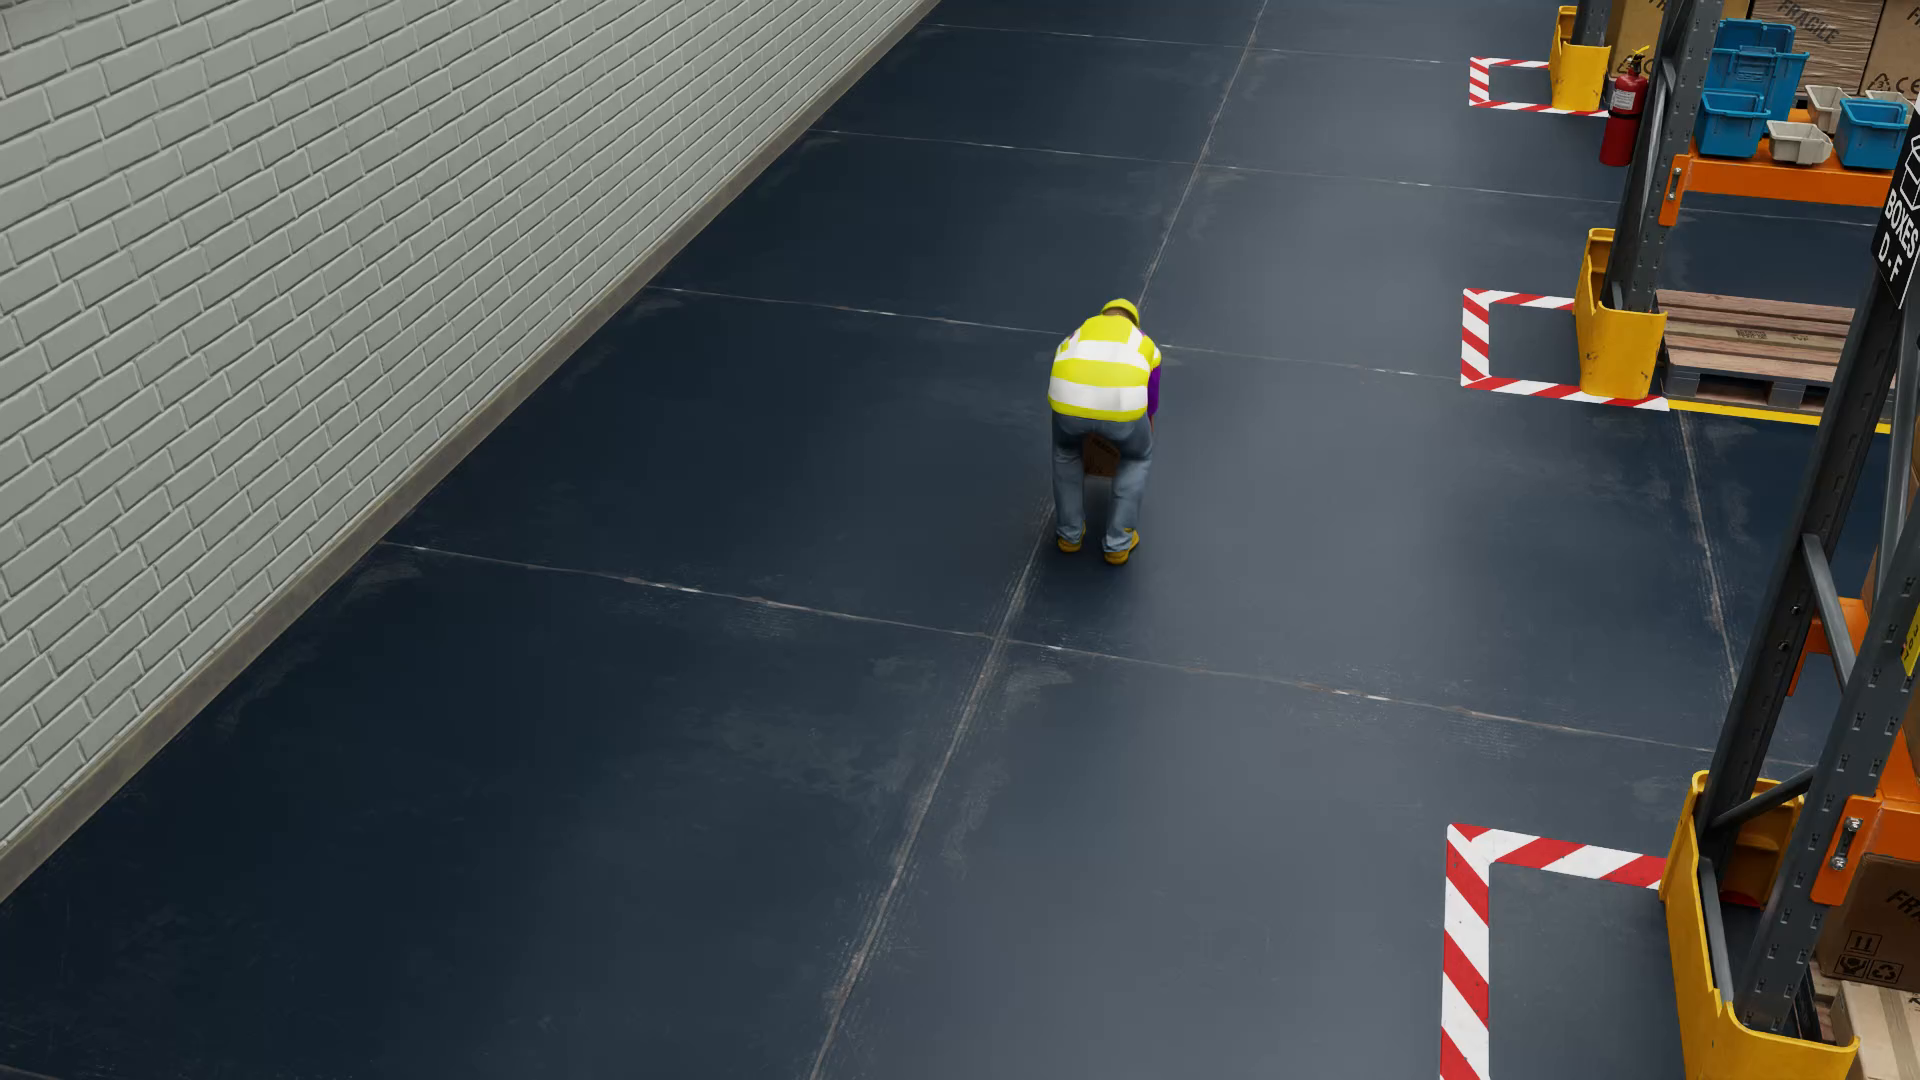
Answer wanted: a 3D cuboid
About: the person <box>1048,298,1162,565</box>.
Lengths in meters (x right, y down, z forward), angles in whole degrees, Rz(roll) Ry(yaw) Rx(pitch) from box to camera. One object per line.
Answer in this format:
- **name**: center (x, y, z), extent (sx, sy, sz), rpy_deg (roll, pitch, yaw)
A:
- **person**: center (0.653, -0.527, 7.596), extent (0.490, 1.054, 0.981), rpy_deg (7, 33, 10)
